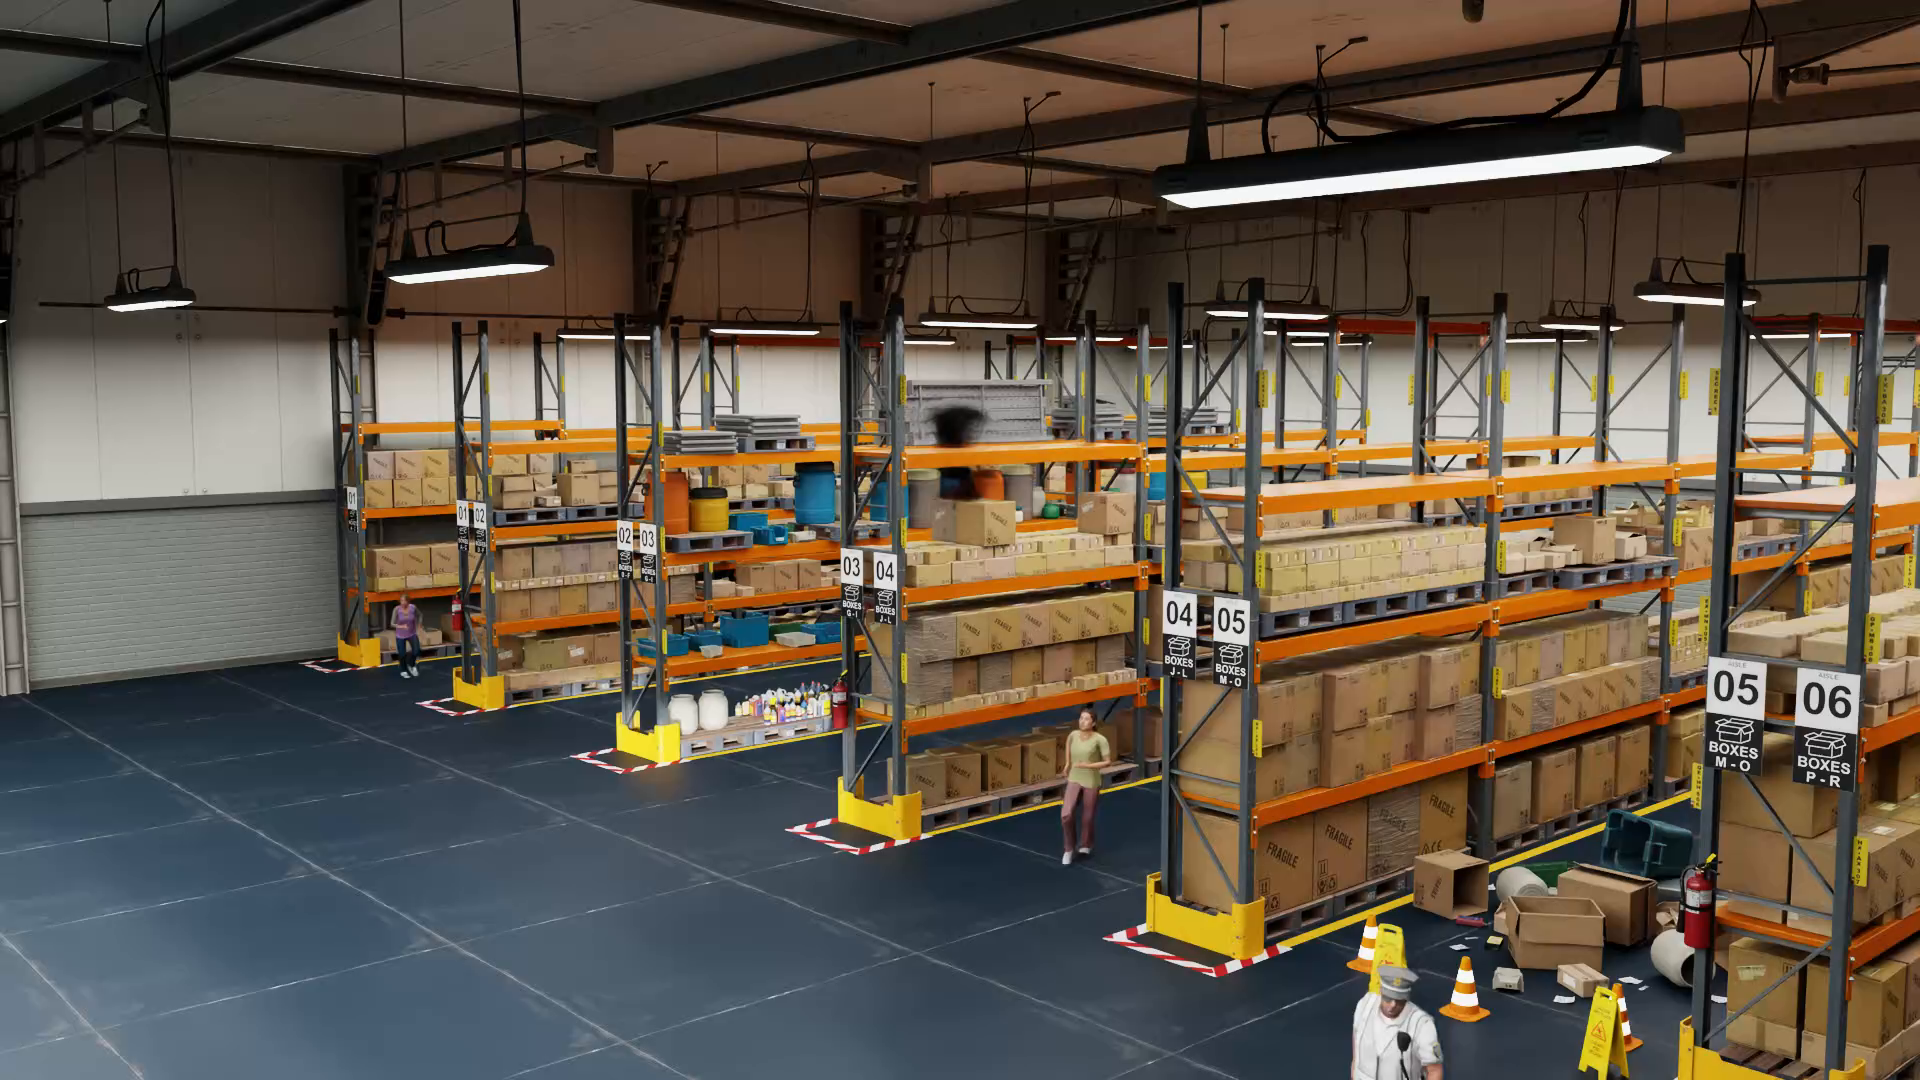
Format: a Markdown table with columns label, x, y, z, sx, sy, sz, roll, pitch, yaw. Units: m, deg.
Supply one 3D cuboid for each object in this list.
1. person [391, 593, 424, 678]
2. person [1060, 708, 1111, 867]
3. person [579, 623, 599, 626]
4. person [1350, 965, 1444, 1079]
| label | x | y | z | sx | sy | sz | roll | pitch | yaw |
| --- | --- | --- | --- | --- | --- | --- | --- | --- | --- |
| person | -9.379 | 1.633 | 28.220 | 0.552 | 1.503 | 0.831 | -3 | 6 | -26 |
| person | 1.337 | 2.606 | 17.613 | 0.557 | 1.679 | 0.678 | 2 | 6 | 19 |
| person | -6.665 | 1.539 | 29.427 | 0.627 | 1.481 | 0.903 | 2 | 6 | 21 |
| person | 2.564 | 3.338 | 9.959 | 0.677 | 1.686 | 0.667 | 4 | 7 | 33 |
